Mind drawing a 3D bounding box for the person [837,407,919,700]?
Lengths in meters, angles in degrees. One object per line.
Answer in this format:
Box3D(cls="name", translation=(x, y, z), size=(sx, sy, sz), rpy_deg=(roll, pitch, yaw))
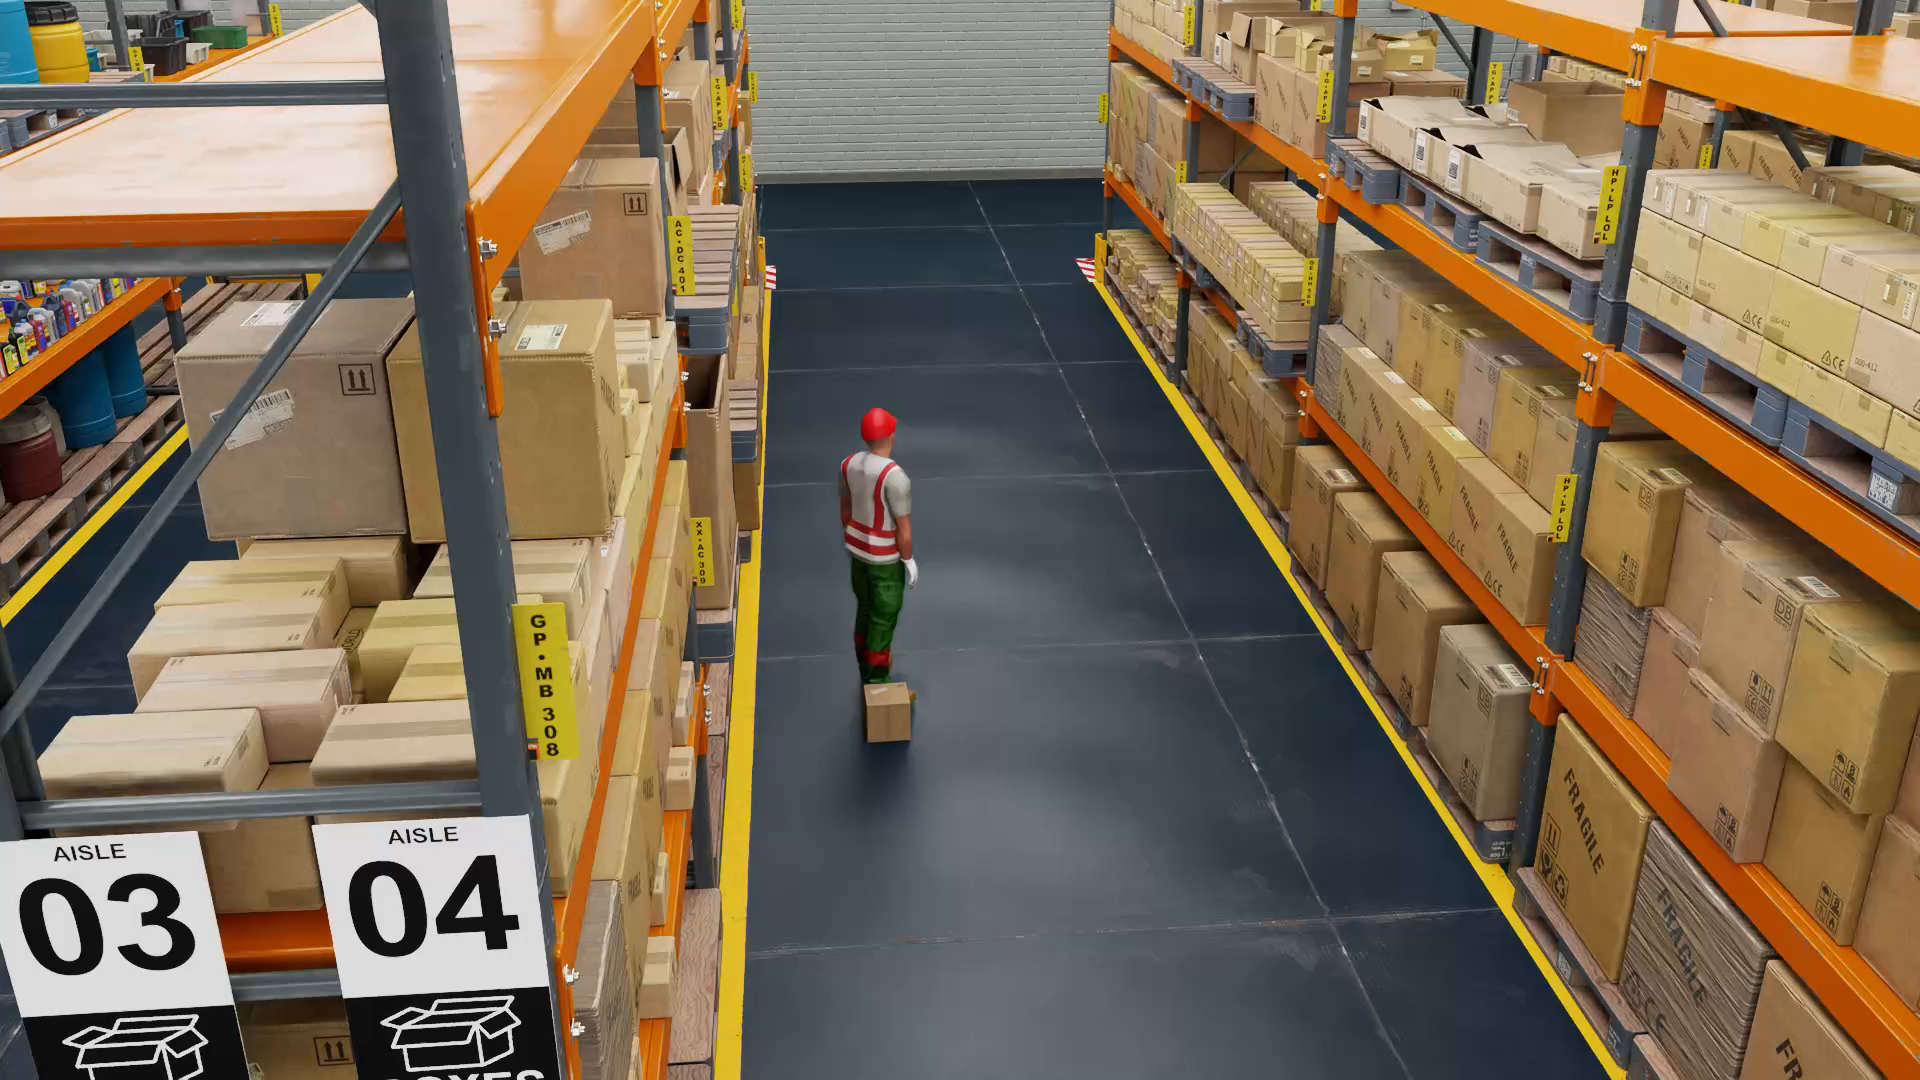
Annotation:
Box3D(cls="person", translation=(-0.473, 0.074, 9.846), size=(0.478, 1.791, 0.579), rpy_deg=(-21, 31, -40))
